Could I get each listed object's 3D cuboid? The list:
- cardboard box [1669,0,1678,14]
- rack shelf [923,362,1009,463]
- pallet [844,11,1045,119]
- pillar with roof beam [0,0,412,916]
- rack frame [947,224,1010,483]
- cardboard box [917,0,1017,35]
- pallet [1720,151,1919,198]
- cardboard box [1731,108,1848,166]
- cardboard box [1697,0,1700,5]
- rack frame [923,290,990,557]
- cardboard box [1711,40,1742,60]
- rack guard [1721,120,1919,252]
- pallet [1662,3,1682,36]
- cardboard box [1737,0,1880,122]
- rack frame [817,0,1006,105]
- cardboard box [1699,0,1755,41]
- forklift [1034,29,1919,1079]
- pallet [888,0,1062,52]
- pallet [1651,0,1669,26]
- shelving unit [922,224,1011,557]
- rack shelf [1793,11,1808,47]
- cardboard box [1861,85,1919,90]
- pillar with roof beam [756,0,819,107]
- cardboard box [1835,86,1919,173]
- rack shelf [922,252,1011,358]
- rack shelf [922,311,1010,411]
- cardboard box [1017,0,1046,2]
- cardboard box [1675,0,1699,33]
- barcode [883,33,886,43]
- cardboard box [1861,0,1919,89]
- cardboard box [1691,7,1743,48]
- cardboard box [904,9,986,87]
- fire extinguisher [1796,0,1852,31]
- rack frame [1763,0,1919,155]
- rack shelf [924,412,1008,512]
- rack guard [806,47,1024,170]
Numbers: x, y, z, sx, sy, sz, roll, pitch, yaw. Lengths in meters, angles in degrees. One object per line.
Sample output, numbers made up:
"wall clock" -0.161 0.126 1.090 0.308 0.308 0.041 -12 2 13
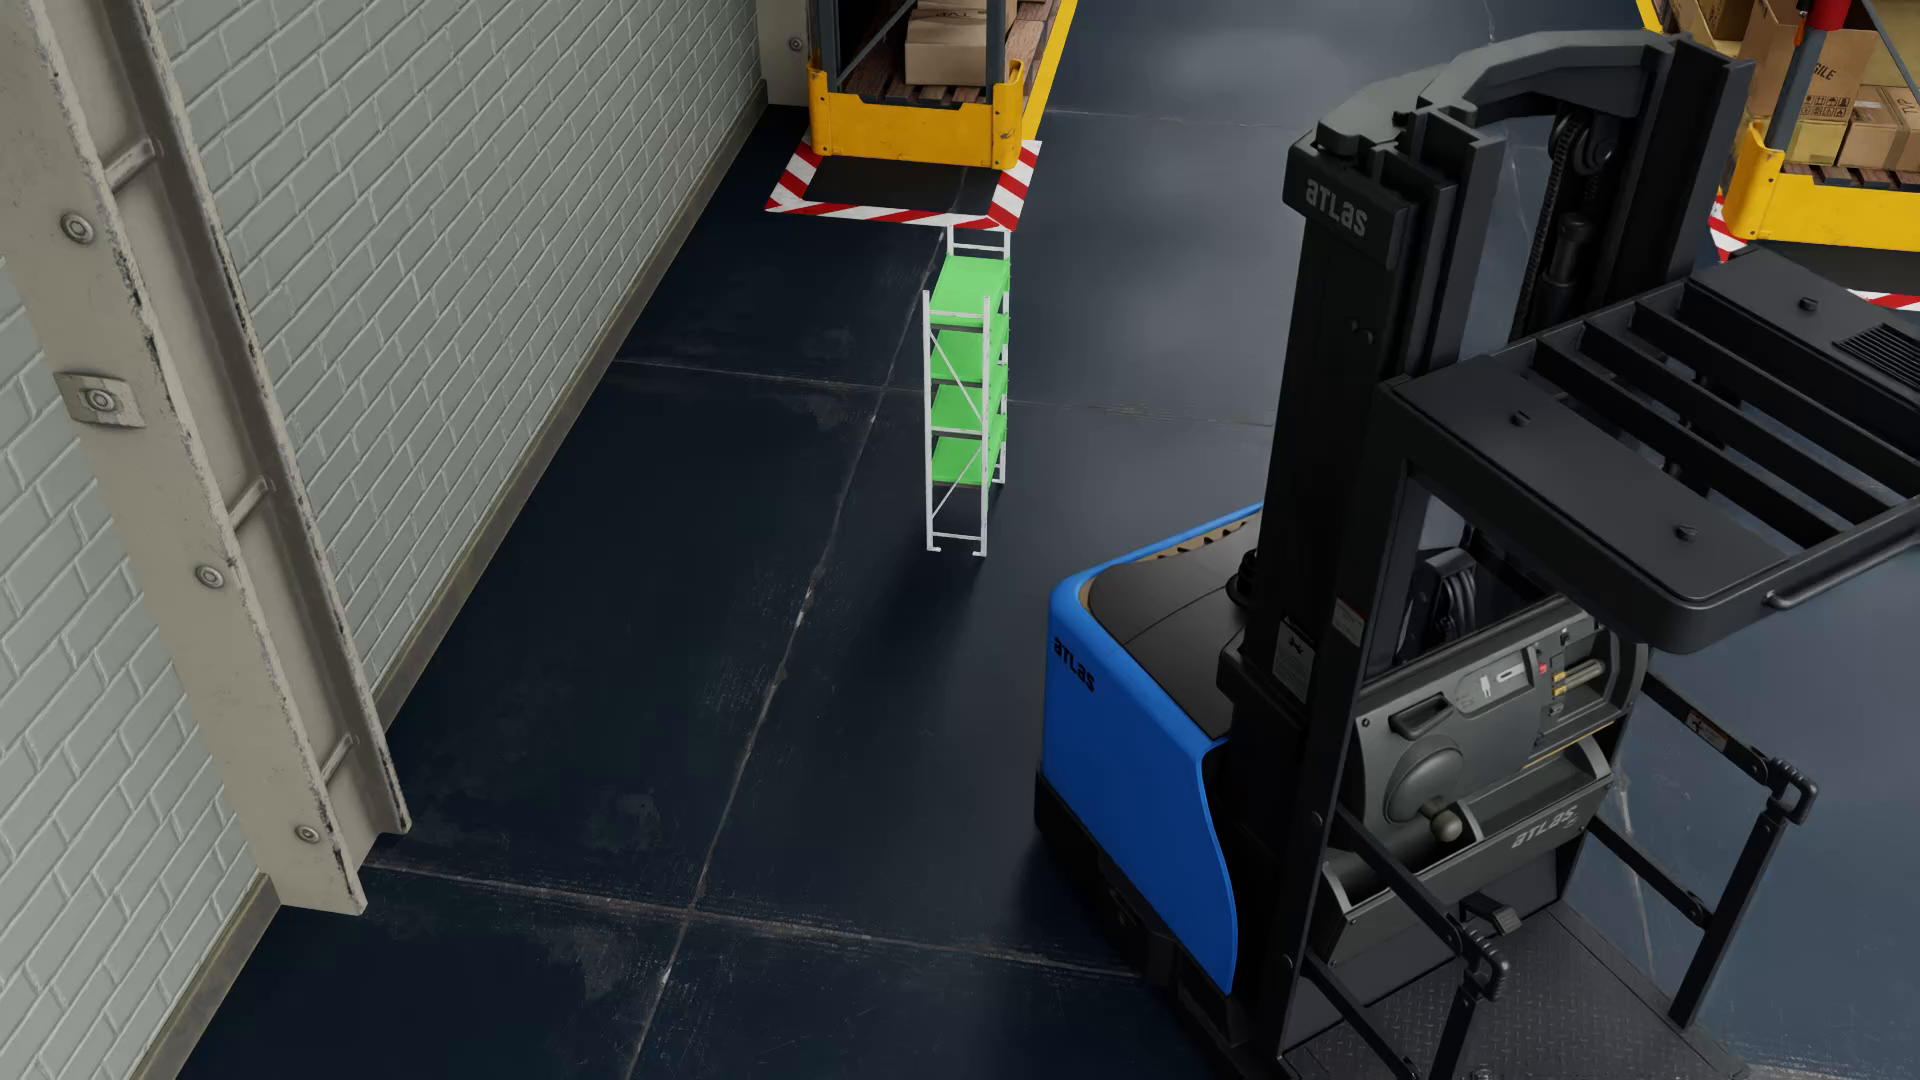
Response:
"cardboard box" 4.750 -3.515 10.476 0.500 0.250 0.500 6 40 8
"rack shelf" 0.029 -0.517 6.534 0.258 0.148 0.480 6 40 8
"pallet" -0.071 -2.809 9.982 1.003 0.211 1.213 6 40 8
"pillar with roof beam" 2.212 -1.937 2.031 9.100 9.000 0.400 6 40 8
"rack frame" 0.071 -0.719 6.679 0.240 1.200 0.015 6 40 8
"cardboard box" 0.048 -3.246 10.087 0.500 0.311 0.500 10 41 11
"pallet" 4.711 -2.196 9.241 1.003 0.211 1.213 6 40 8
"cardboard box" 4.422 -2.258 8.955 0.500 0.250 0.500 6 40 8
"cardboard box" 4.666 -3.490 9.857 0.500 0.500 0.500 6 40 8
"rack frame" -0.014 -0.413 6.308 0.240 1.200 0.015 6 40 8
"cardboard box" 4.497 -2.573 9.336 0.500 0.250 0.500 6 40 8
"rack guard" 4.616 -1.808 8.544 1.175 0.500 0.348 6 40 8
"pallet" 4.925 -2.960 10.164 1.003 0.211 1.213 6 40 8
"cardboard box" 4.420 -2.547 8.716 0.500 0.500 0.500 6 40 8
"rack frame" -0.259 -3.330 8.424 1.000 3.000 0.127 6 40 8
"cardboard box" 4.579 -3.176 9.477 0.500 0.500 0.500 6 40 8
"forklift" 1.423 0.484 3.864 1.130 2.935 3.031 -20 44 -23
"pallet" 0.143 -3.573 10.906 1.003 0.211 1.213 6 40 8
"pallet" 5.134 -3.728 11.093 1.003 0.211 1.213 6 40 8
"shelving unit" 0.029 -0.566 6.493 0.258 1.200 0.503 6 40 8
"rack shelf" 4.966 -3.764 9.514 1.077 0.370 4.000 6 40 8
"cardboard box" 5.015 -2.515 9.266 0.500 0.250 0.500 6 40 8
"pillar with roof beam" 3.250 -5.702 6.585 9.100 9.000 0.400 6 40 8
"cardboard box" 4.932 -2.201 8.886 0.500 0.250 0.500 6 40 8
"rack shelf" 0.029 -0.887 6.228 0.258 0.148 0.480 6 40 8
"rack shelf" 0.029 -0.702 6.381 0.258 0.148 0.480 6 40 8
"cardboard box" 0.224 -3.773 10.576 0.700 0.500 0.500 4 40 5
"cardboard box" 4.670 -3.200 10.095 0.500 0.250 0.500 6 40 8
"barcode" -0.442 -2.947 9.718 0.001 0.075 0.075 6 40 8
"cardboard box" 5.017 -2.804 9.027 0.500 0.500 0.500 6 40 8
"cardboard box" 4.581 -2.887 9.716 0.500 0.250 0.500 6 40 8
"cardboard box" -0.051 -2.888 9.654 0.500 0.311 0.500 2 40 3
"fire extinguisher" 4.142 -2.734 7.763 0.296 0.674 0.183 6 40 8
"rack frame" 4.620 -2.786 7.766 1.000 3.000 0.127 6 40 8
"rack shelf" 0.029 -0.332 6.687 0.258 0.148 0.480 6 40 8
"rack guard" -0.246 -2.415 9.278 1.175 0.500 0.348 6 40 8
